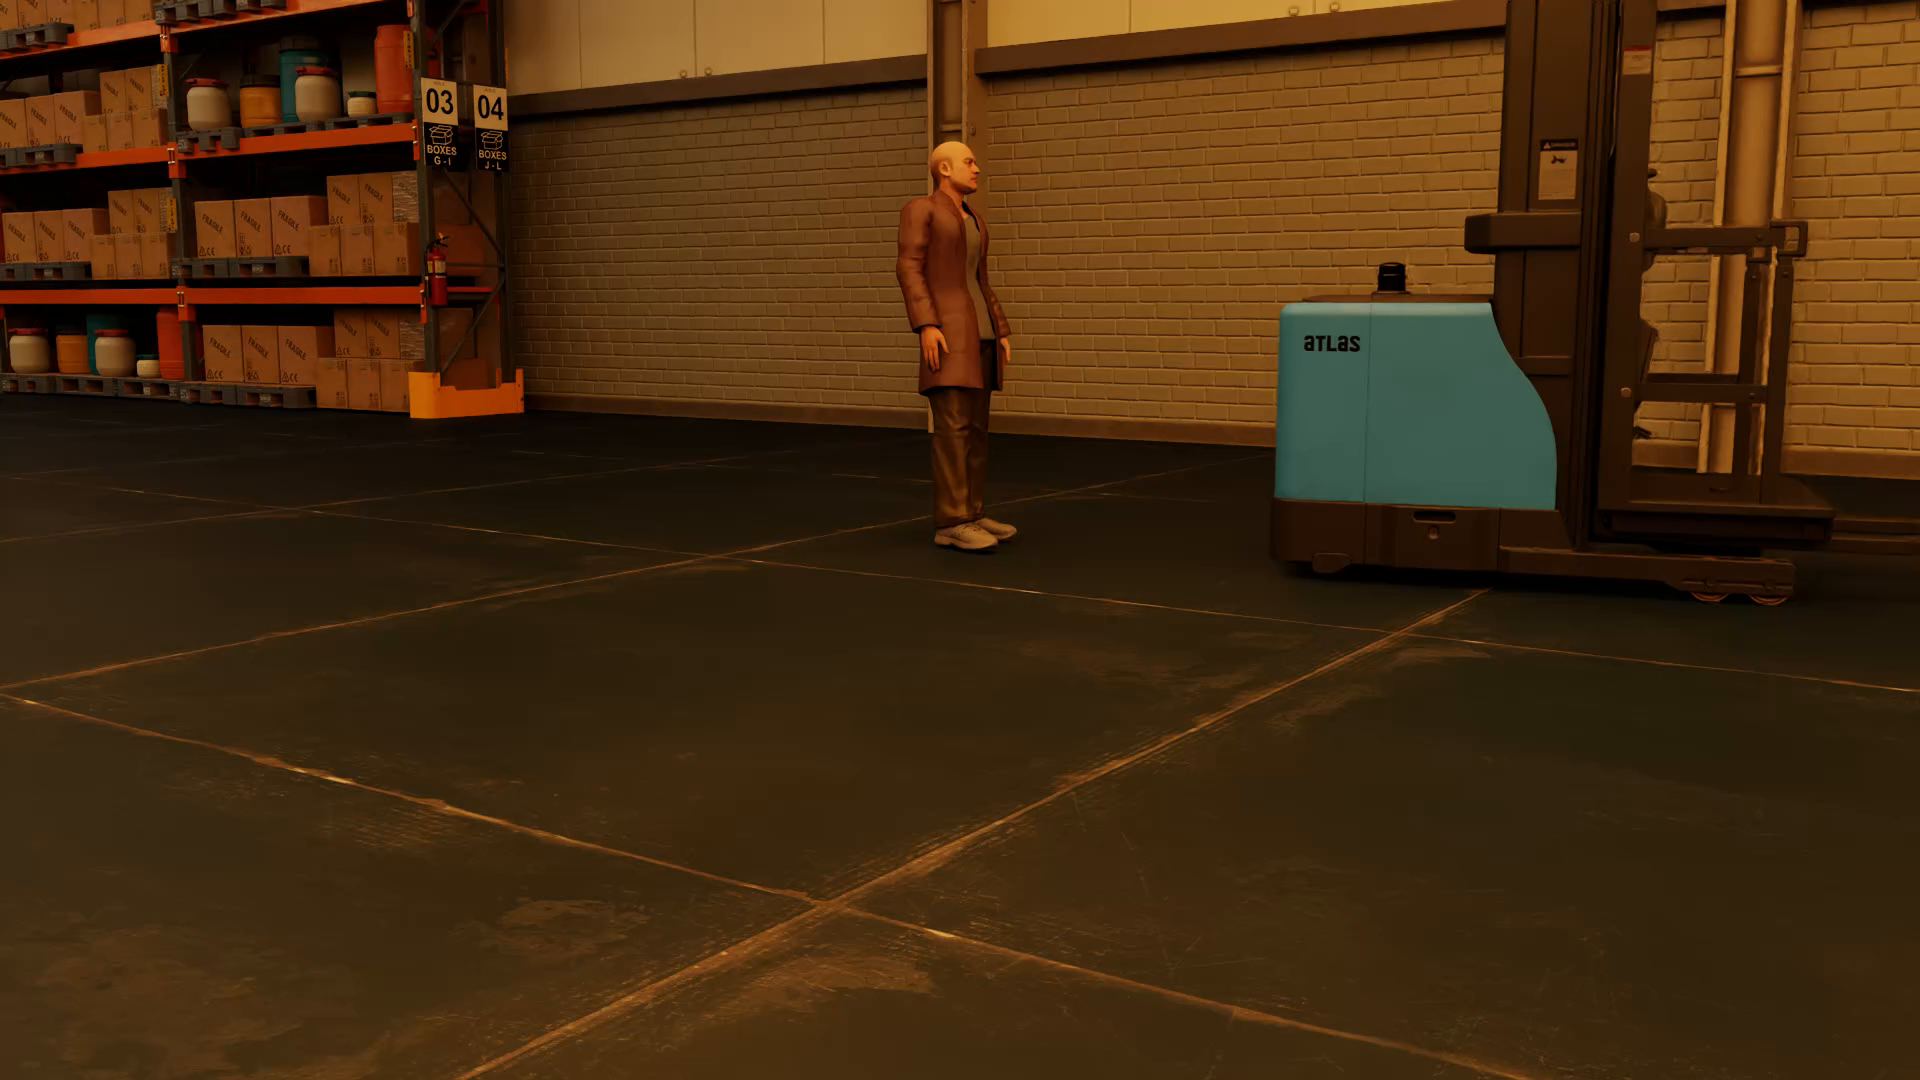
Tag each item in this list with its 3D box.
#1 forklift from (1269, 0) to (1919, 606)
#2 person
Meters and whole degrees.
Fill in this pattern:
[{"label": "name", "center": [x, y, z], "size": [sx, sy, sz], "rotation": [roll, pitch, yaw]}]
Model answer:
[{"label": "forklift", "center": [2.805, -1.300, 6.336], "size": [3.031, 2.935, 1.130], "rotation": [3, 9, 19]}, {"label": "person", "center": [0.074, -0.880, 7.423], "size": [0.579, 1.778, 0.698], "rotation": [5, 10, 34]}]
